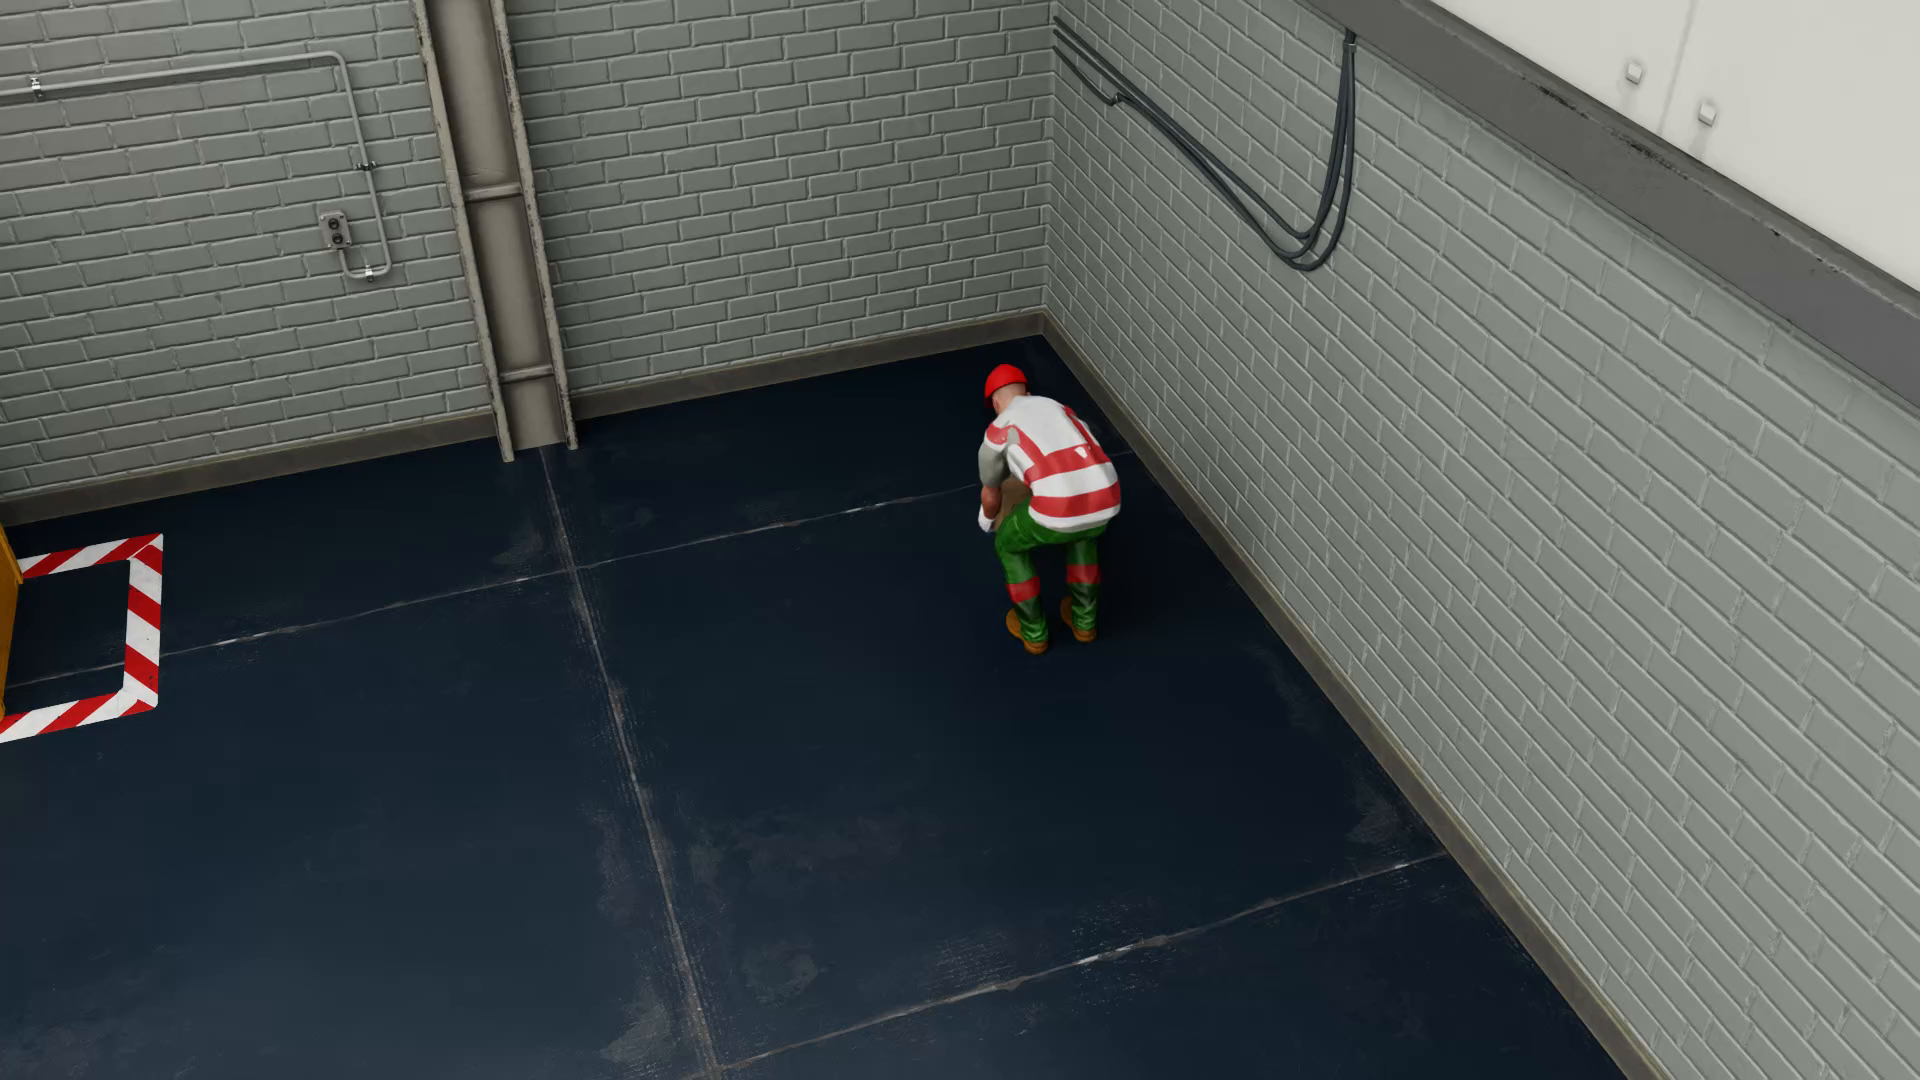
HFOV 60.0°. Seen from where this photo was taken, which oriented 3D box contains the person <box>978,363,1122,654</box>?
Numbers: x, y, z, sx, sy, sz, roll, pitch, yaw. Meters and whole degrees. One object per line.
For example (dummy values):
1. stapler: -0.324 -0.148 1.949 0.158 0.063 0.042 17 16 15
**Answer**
1. person: 0.359 -0.129 7.489 0.525 1.111 0.952 -14 40 -18
